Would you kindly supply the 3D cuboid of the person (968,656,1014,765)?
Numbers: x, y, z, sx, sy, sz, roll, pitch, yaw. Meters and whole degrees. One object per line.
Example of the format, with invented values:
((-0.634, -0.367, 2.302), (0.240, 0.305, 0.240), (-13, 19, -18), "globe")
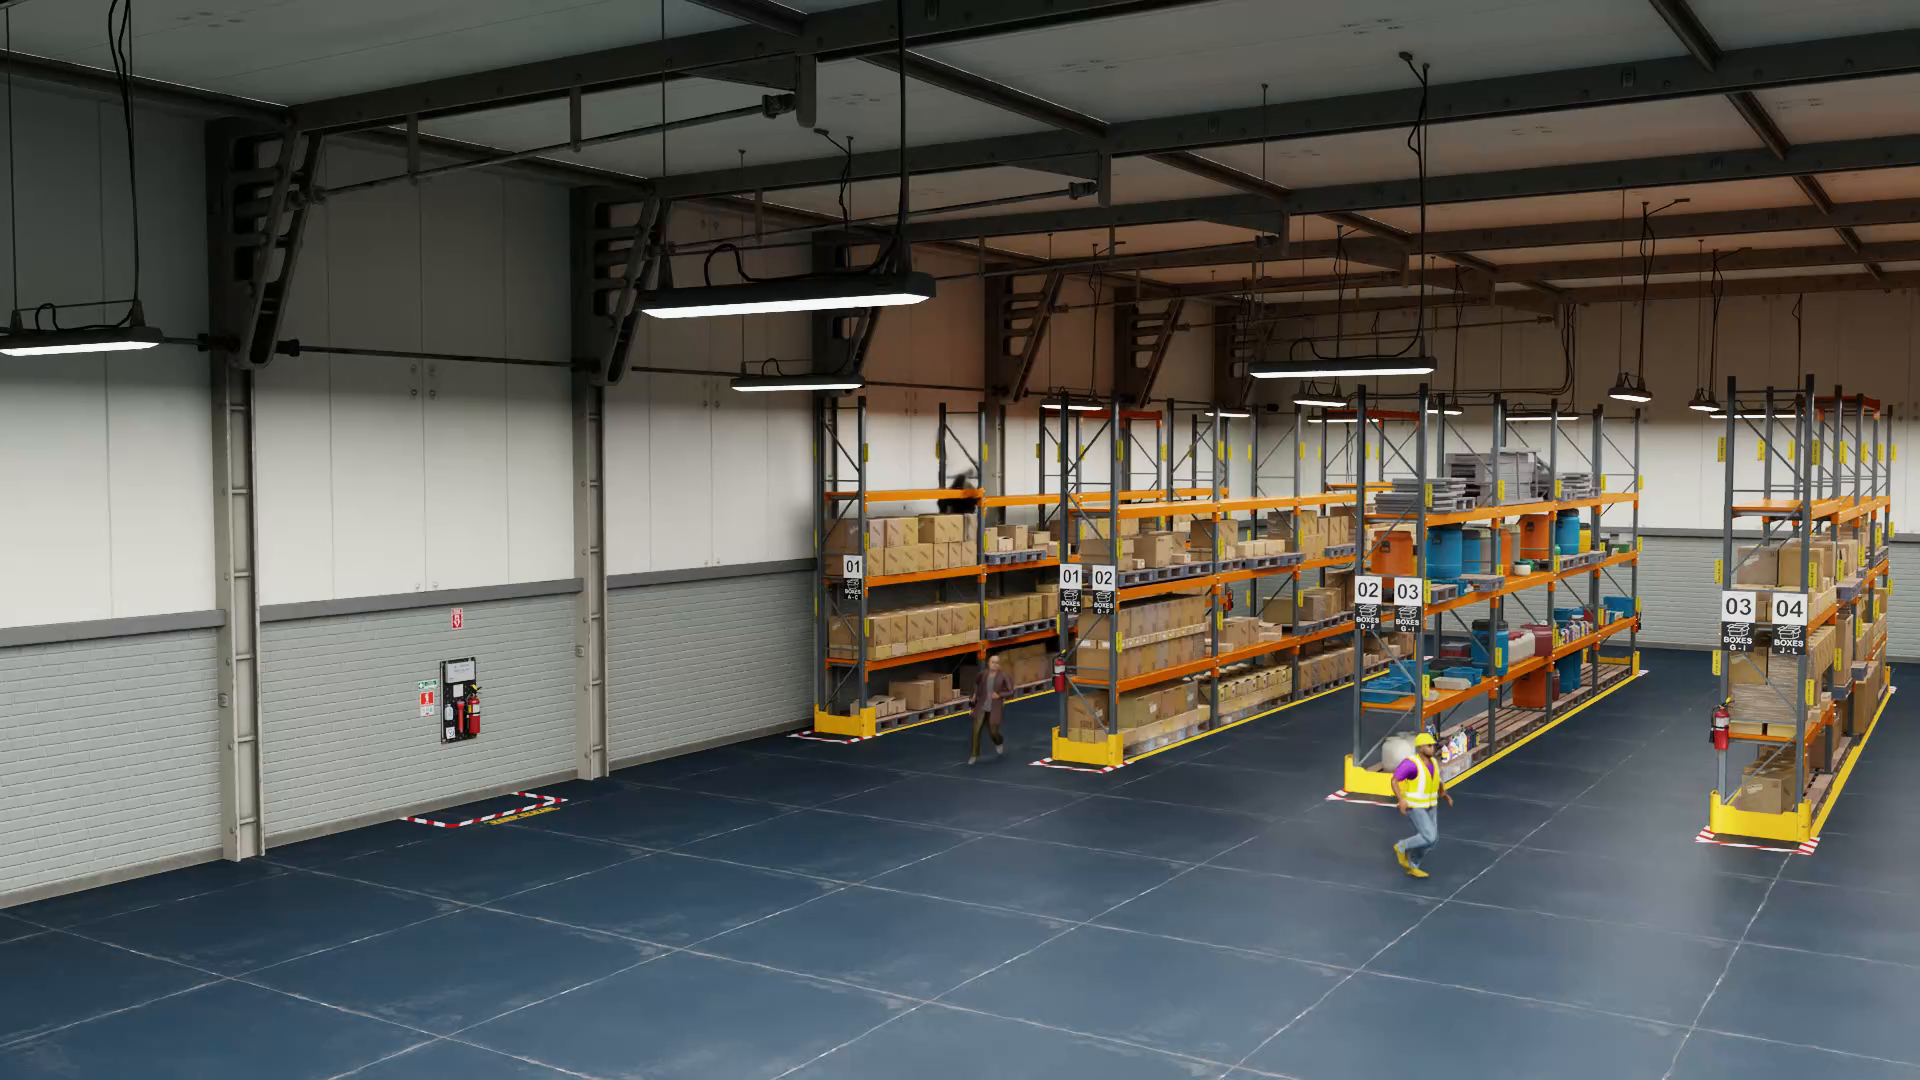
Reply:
((0.519, 2.746, 27.019), (0.739, 1.738, 0.879), (1, 3, 17), "person")

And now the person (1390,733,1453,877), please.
((5.437, 3.118, 19.517), (0.695, 1.712, 0.620), (-2, 4, -34), "person")
